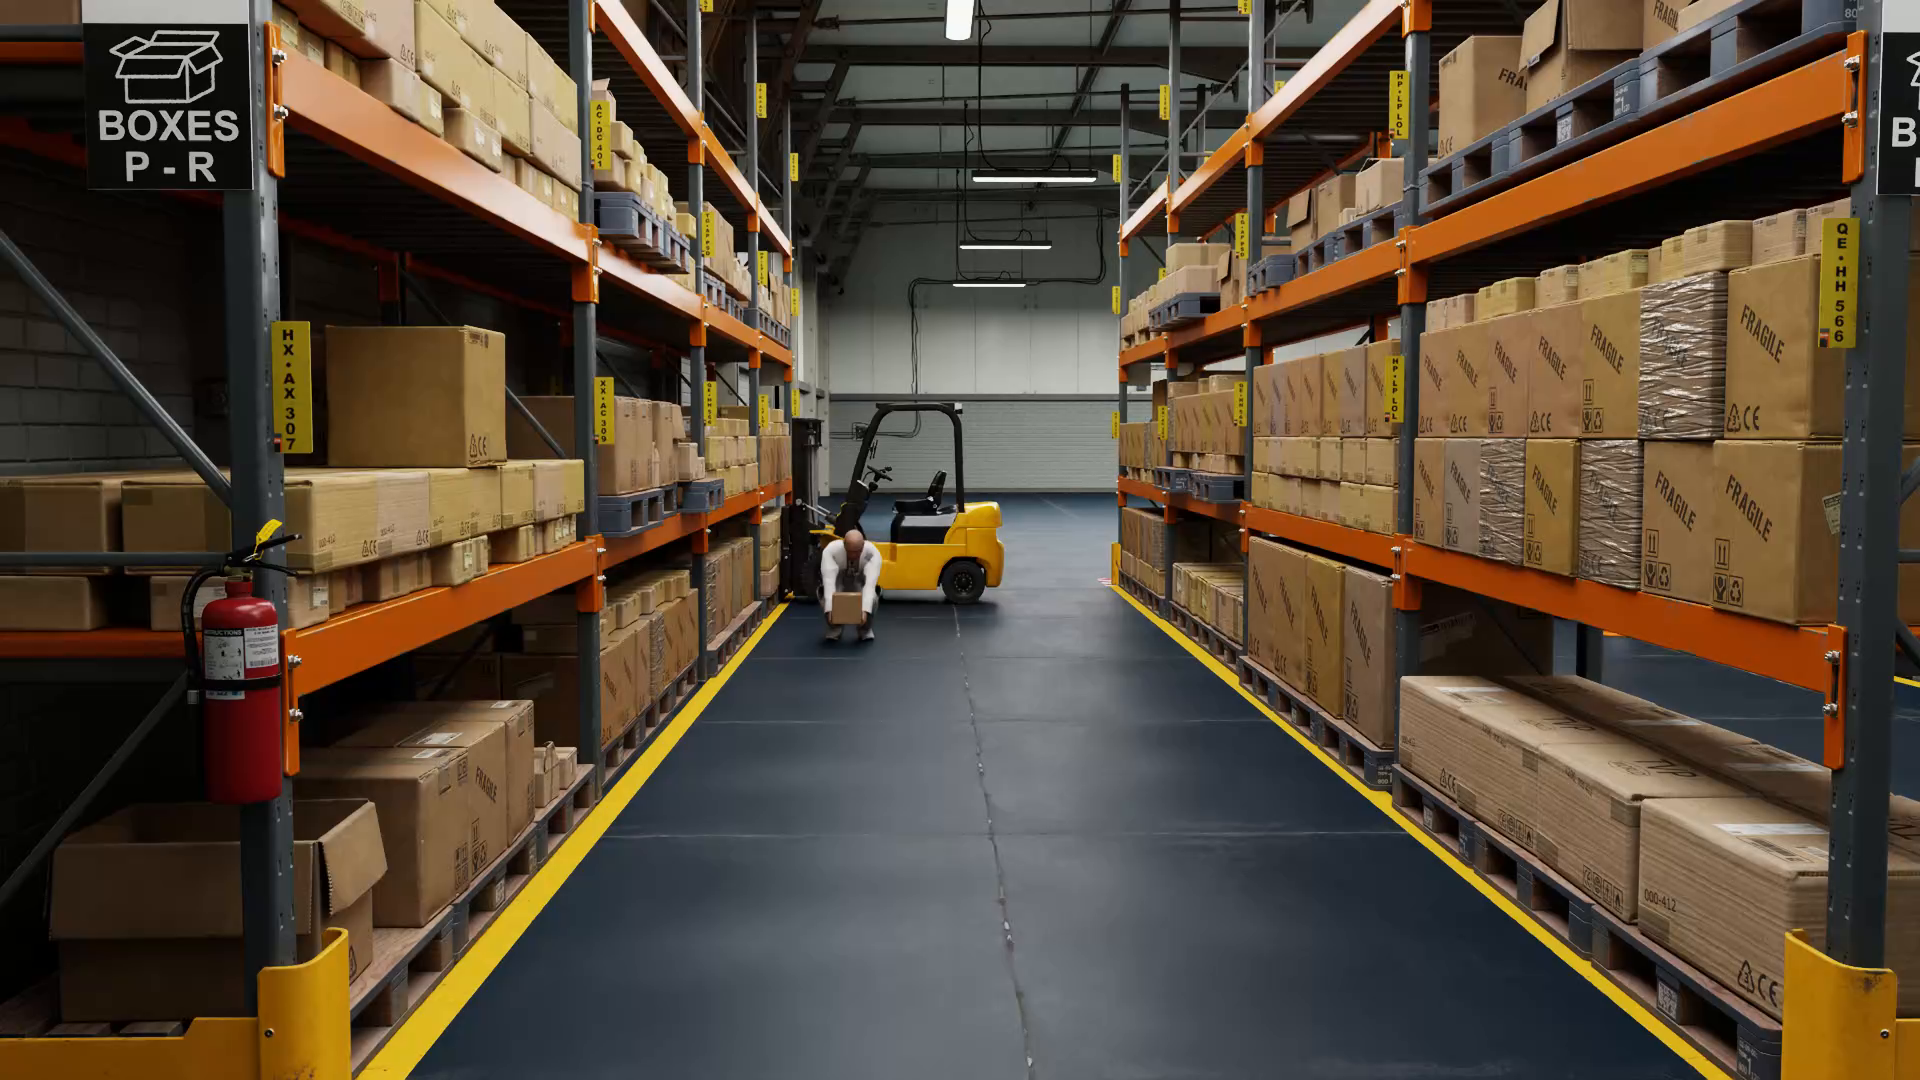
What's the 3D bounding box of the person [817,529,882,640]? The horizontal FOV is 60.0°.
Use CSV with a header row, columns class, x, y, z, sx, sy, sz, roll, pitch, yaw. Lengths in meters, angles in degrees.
class,x,y,z,sx,sy,sz,roll,pitch,yaw
person,-0.979,0.393,14.663,0.579,1.004,0.926,0,4,-2
